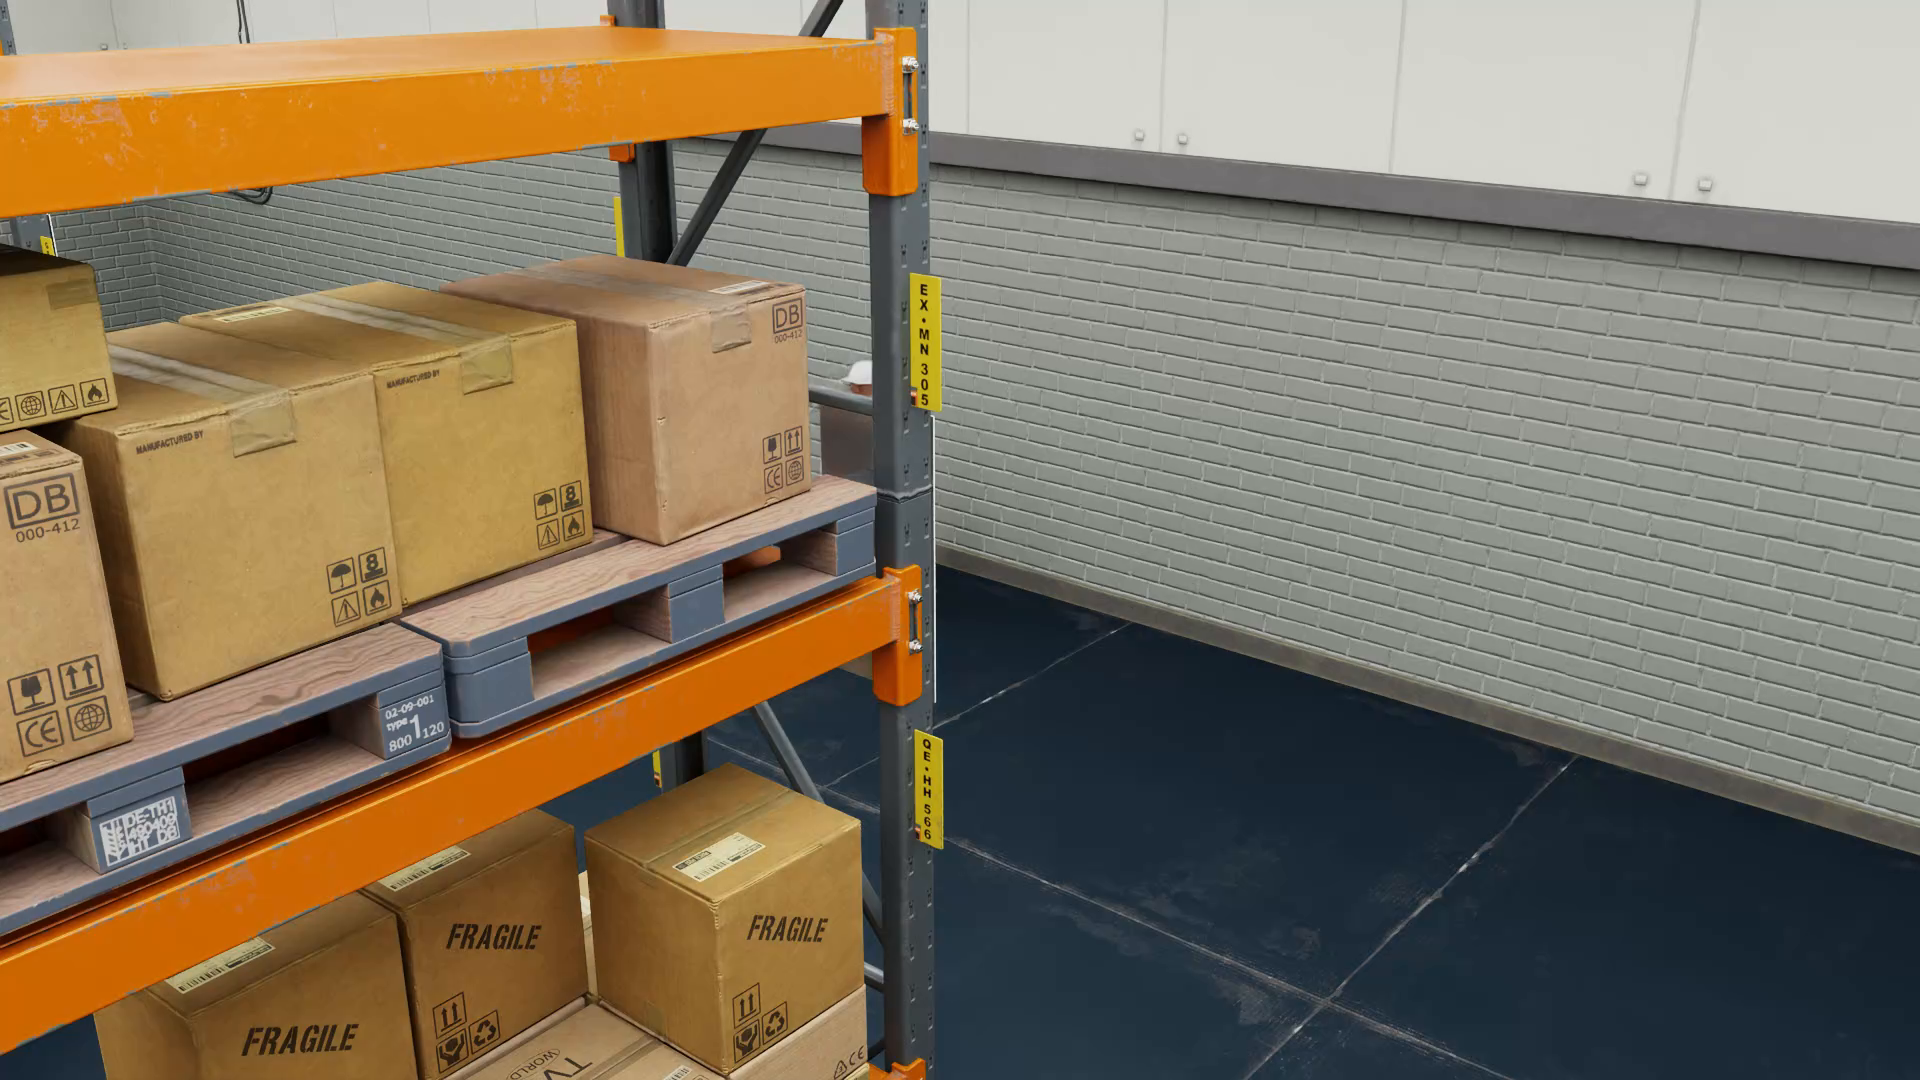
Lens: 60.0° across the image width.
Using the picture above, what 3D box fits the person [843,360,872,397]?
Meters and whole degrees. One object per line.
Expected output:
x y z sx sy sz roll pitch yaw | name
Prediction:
-0.583 -0.327 10.962 0.592 1.746 0.501 15 25 36 | person
